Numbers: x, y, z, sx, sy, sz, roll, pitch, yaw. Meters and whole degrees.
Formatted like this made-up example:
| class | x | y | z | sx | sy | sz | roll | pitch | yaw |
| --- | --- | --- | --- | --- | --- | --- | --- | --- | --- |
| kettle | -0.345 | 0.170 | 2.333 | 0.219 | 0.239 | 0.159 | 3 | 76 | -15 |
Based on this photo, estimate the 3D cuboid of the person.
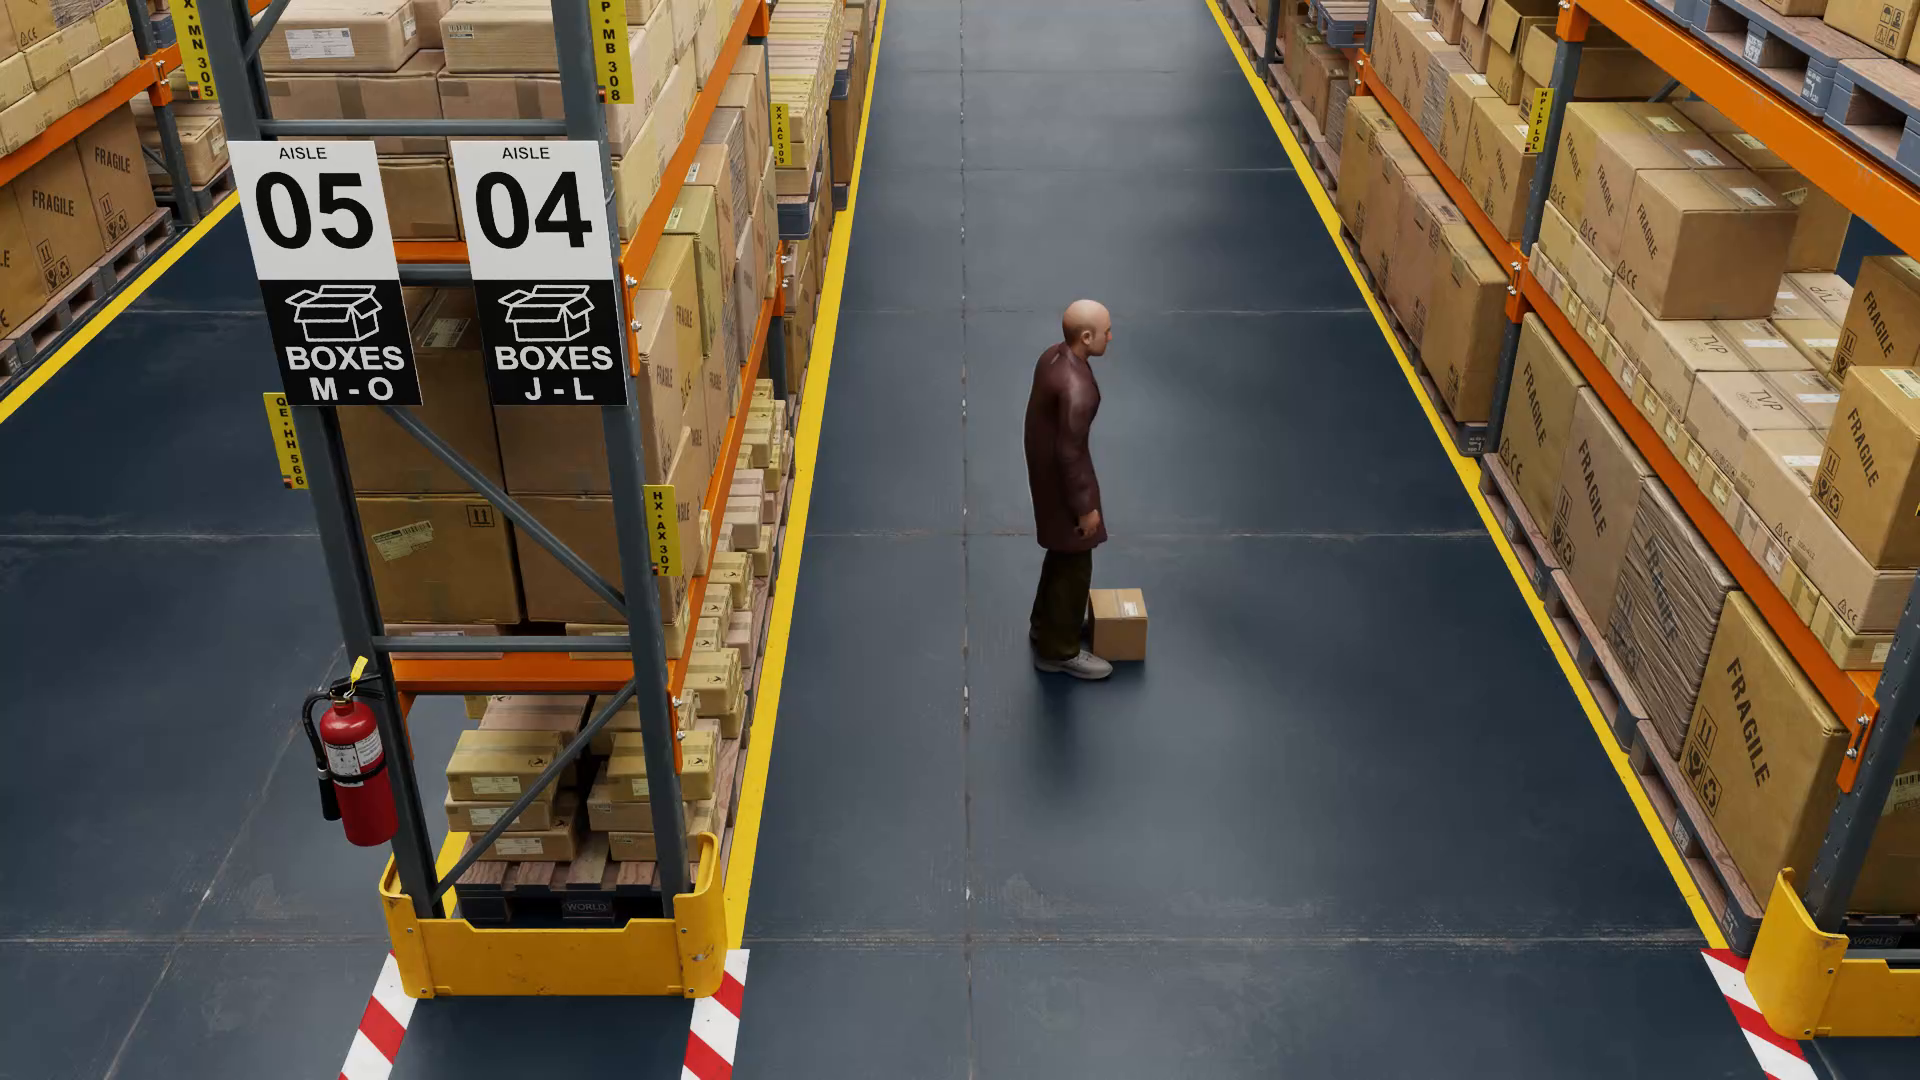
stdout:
| class | x | y | z | sx | sy | sz | roll | pitch | yaw |
| --- | --- | --- | --- | --- | --- | --- | --- | --- | --- |
| person | 0.501 | -0.253 | 7.566 | 0.420 | 1.775 | 0.655 | -2 | 31 | -3 |
